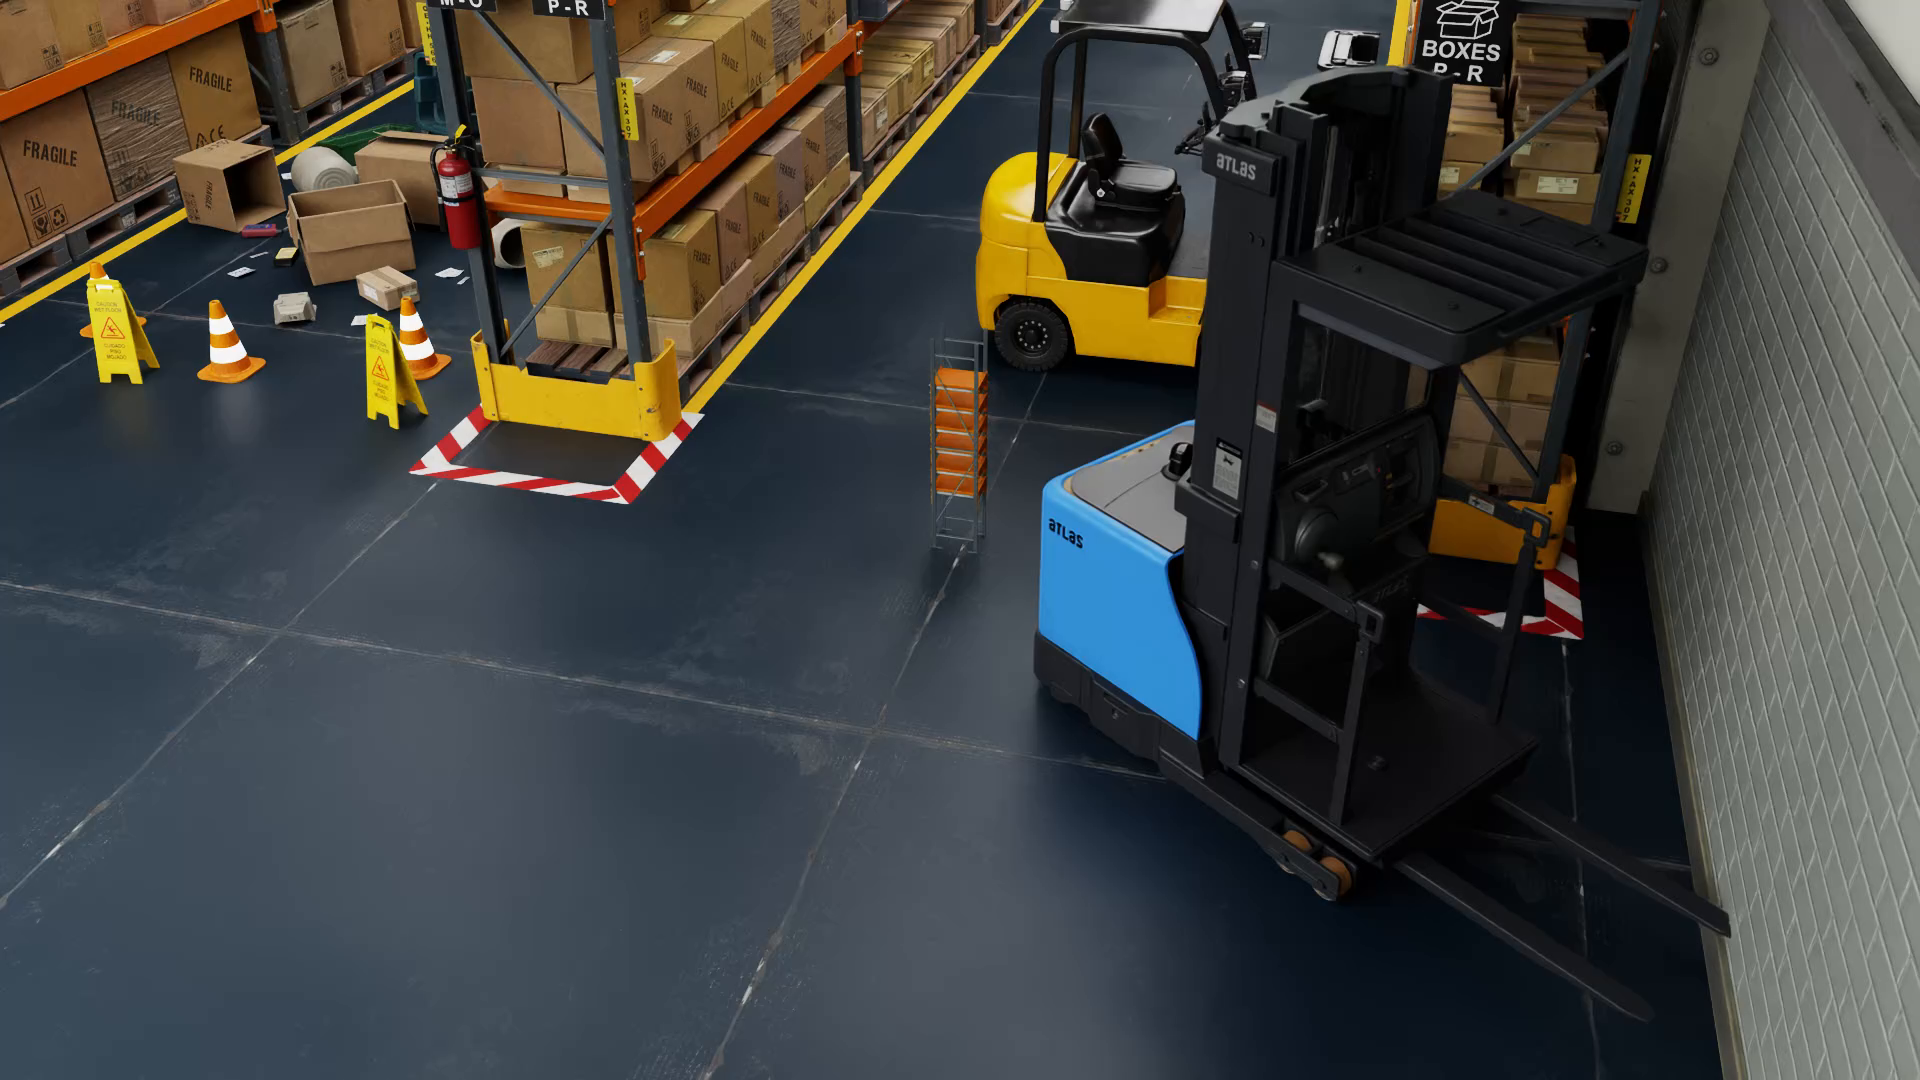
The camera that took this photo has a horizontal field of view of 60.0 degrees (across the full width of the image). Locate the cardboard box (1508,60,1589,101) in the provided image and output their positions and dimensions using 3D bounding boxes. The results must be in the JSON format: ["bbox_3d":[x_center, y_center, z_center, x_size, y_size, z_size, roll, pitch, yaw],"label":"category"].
[{"bbox_3d":[3.101,-2.408,8.767,0.380,0.149,0.250,9,34,14],"label":"cardboard box"}]

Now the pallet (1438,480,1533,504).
[{"bbox_3d":[2.690,-0.511,9.357,1.003,0.211,1.213,8,33,12],"label":"pallet"}]

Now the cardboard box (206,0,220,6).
[{"bbox_3d":[-6.146,-4.526,12.934,0.875,0.550,0.550,8,33,12],"label":"cardboard box"}]

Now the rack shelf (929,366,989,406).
[{"bbox_3d":[-0.004,-0.765,8.247,0.258,0.103,0.180,8,33,12],"label":"rack shelf"}]

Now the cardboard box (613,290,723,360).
[{"bbox_3d":[-1.793,-1.357,10.260,0.500,0.250,0.500,8,33,12],"label":"cardboard box"}]

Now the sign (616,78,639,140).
[{"bbox_3d":[-1.740,-2.250,8.687,0.100,0.325,0.005,8,33,12],"label":"sign"}]

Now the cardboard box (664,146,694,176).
[{"bbox_3d":[-1.783,-2.260,9.744,0.380,0.149,0.250,7,33,11],"label":"cardboard box"}]

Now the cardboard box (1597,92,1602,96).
[{"bbox_3d":[3.269,-2.399,9.030,0.380,0.149,0.250,9,34,14],"label":"cardboard box"}]

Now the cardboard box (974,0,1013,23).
[{"bbox_3d":[0.021,-5.738,16.569,0.875,0.875,0.875,8,33,12],"label":"cardboard box"}]

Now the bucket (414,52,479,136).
[{"bbox_3d":[-3.868,-3.532,13.144,0.726,0.611,0.620,20,28,29],"label":"bucket"}]

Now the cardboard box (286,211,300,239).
[{"bbox_3d":[-4.719,-2.359,12.214,0.396,0.266,0.258,14,35,21],"label":"cardboard box"}]

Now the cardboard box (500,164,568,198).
[{"bbox_3d":[-2.377,-2.076,9.454,0.380,0.149,0.250,9,34,14],"label":"cardboard box"}]

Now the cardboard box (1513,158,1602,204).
[{"bbox_3d":[2.874,-1.742,7.996,0.380,0.149,0.250,7,33,11],"label":"cardboard box"}]

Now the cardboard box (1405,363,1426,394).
[{"bbox_3d":[2.352,-1.005,8.775,0.500,0.250,0.500,9,34,14],"label":"cardboard box"}]

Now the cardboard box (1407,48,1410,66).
[{"bbox_3d":[3.071,-2.936,10.479,0.500,0.500,0.500,9,33,13],"label":"cardboard box"}]

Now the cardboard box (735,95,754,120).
[{"bbox_3d":[-1.536,-2.803,10.597,0.380,0.149,0.250,7,33,11],"label":"cardboard box"}]

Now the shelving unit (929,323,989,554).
[{"bbox_3d":[-0.004,-0.499,8.416,0.258,1.200,0.189,8,33,12],"label":"shelving unit"}]

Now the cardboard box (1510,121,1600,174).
[{"bbox_3d":[2.829,-1.872,7.923,0.380,0.149,0.250,7,33,11],"label":"cardboard box"}]

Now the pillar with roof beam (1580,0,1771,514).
[{"bbox_3d":[-0.579,-4.641,7.663,9.100,9.000,0.400,8,33,12],"label":"pillar with roof beam"}]

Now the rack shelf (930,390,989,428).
[{"bbox_3d":[-0.004,-0.664,8.311,0.258,0.103,0.180,8,33,12],"label":"rack shelf"}]

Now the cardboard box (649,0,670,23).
[{"bbox_3d":[-2.181,-3.384,9.974,0.700,0.500,0.500,8,33,12],"label":"cardboard box"}]

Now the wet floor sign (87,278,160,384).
[{"bbox_3d":[-5.171,-1.302,10.197,0.267,0.644,0.232,3,33,4],"label":"wet floor sign"}]

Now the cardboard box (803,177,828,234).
[{"bbox_3d":[-1.266,-2.430,11.948,0.500,0.250,0.500,7,33,11],"label":"cardboard box"}]

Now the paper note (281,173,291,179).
[{"bbox_3d":[-5.359,-2.931,13.332,0.147,0.020,0.142,-14,35,-21],"label":"paper note"}]

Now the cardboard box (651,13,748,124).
[{"bbox_3d":[-1.620,-2.868,10.096,0.500,0.500,0.500,7,33,11],"label":"cardboard box"}]

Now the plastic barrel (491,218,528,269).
[{"bbox_3d":[-3.206,-2.150,11.737,0.421,0.421,0.512,-21,38,-29],"label":"plastic barrel"}]

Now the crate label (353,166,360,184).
[{"bbox_3d":[-4.684,-2.883,13.157,0.298,0.136,0.250,-14,35,-21],"label":"crate label"}]

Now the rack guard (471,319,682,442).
[{"bbox_3d":[-2.246,-0.943,9.768,1.175,0.500,0.348,8,33,12],"label":"rack guard"}]

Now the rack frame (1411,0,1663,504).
[{"bbox_3d":[2.537,-1.285,7.975,1.000,3.000,0.127,8,33,12],"label":"rack frame"}]

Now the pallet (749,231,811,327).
[{"bbox_3d":[-1.694,-1.869,11.494,1.003,0.211,1.213,8,33,12],"label":"pallet"}]

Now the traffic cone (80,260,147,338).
[{"bbox_3d":[-5.571,-1.592,10.823,0.336,0.463,0.334,8,33,12],"label":"traffic cone"}]

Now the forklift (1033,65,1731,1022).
[{"bbox_3d":[1.660,-0.131,6.224,1.130,2.935,3.031,-24,39,-32],"label":"forklift"}]

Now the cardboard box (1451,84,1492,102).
[{"bbox_3d":[2.497,-2.213,8.460,0.380,0.149,0.250,9,33,13],"label":"cardboard box"}]

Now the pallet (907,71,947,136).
[{"bbox_3d":[-0.746,-3.897,14.683,1.003,0.211,1.213,8,33,12],"label":"pallet"}]

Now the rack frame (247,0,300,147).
[{"bbox_3d":[-6.064,-4.656,13.278,1.000,3.000,0.127,8,33,12],"label":"rack frame"}]

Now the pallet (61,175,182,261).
[{"bbox_3d":[-6.640,-2.460,12.423,1.003,0.211,1.213,8,33,12],"label":"pallet"}]

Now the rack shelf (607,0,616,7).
[{"bbox_3d":[-1.758,-3.959,10.056,1.077,0.370,4.000,8,33,12],"label":"rack shelf"}]

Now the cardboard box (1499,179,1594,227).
[{"bbox_3d":[2.931,-1.546,8.293,0.500,0.500,0.500,9,34,14],"label":"cardboard box"}]

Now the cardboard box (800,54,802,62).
[{"bbox_3d":[-1.312,-3.338,11.439,0.380,0.149,0.250,8,33,12],"label":"cardboard box"}]

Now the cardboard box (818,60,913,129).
[{"bbox_3d":[-0.940,-3.749,13.909,0.950,0.372,0.625,10,34,15],"label":"cardboard box"}]

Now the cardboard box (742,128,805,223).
[{"bbox_3d":[-1.397,-2.495,11.352,0.500,0.500,0.500,10,34,15],"label":"cardboard box"}]

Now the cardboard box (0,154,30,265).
[{"bbox_3d":[-6.971,-2.222,11.038,0.875,0.875,0.875,8,33,13],"label":"cardboard box"}]

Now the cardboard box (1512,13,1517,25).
[{"bbox_3d":[3.614,-3.204,10.296,0.380,0.149,0.250,9,33,14],"label":"cardboard box"}]

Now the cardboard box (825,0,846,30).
[{"bbox_3d":[-1.122,-3.938,11.778,0.500,0.500,0.500,7,33,11],"label":"cardboard box"}]

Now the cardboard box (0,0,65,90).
[{"bbox_3d":[-6.647,-3.404,11.169,0.875,0.550,0.550,8,33,12],"label":"cardboard box"}]

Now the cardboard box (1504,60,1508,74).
[{"bbox_3d":[3.450,-2.609,9.965,0.500,0.500,0.500,7,33,11],"label":"cardboard box"}]

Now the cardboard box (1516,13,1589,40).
[{"bbox_3d":[3.407,-2.935,9.596,0.380,0.149,0.250,8,33,12],"label":"cardboard box"}]
